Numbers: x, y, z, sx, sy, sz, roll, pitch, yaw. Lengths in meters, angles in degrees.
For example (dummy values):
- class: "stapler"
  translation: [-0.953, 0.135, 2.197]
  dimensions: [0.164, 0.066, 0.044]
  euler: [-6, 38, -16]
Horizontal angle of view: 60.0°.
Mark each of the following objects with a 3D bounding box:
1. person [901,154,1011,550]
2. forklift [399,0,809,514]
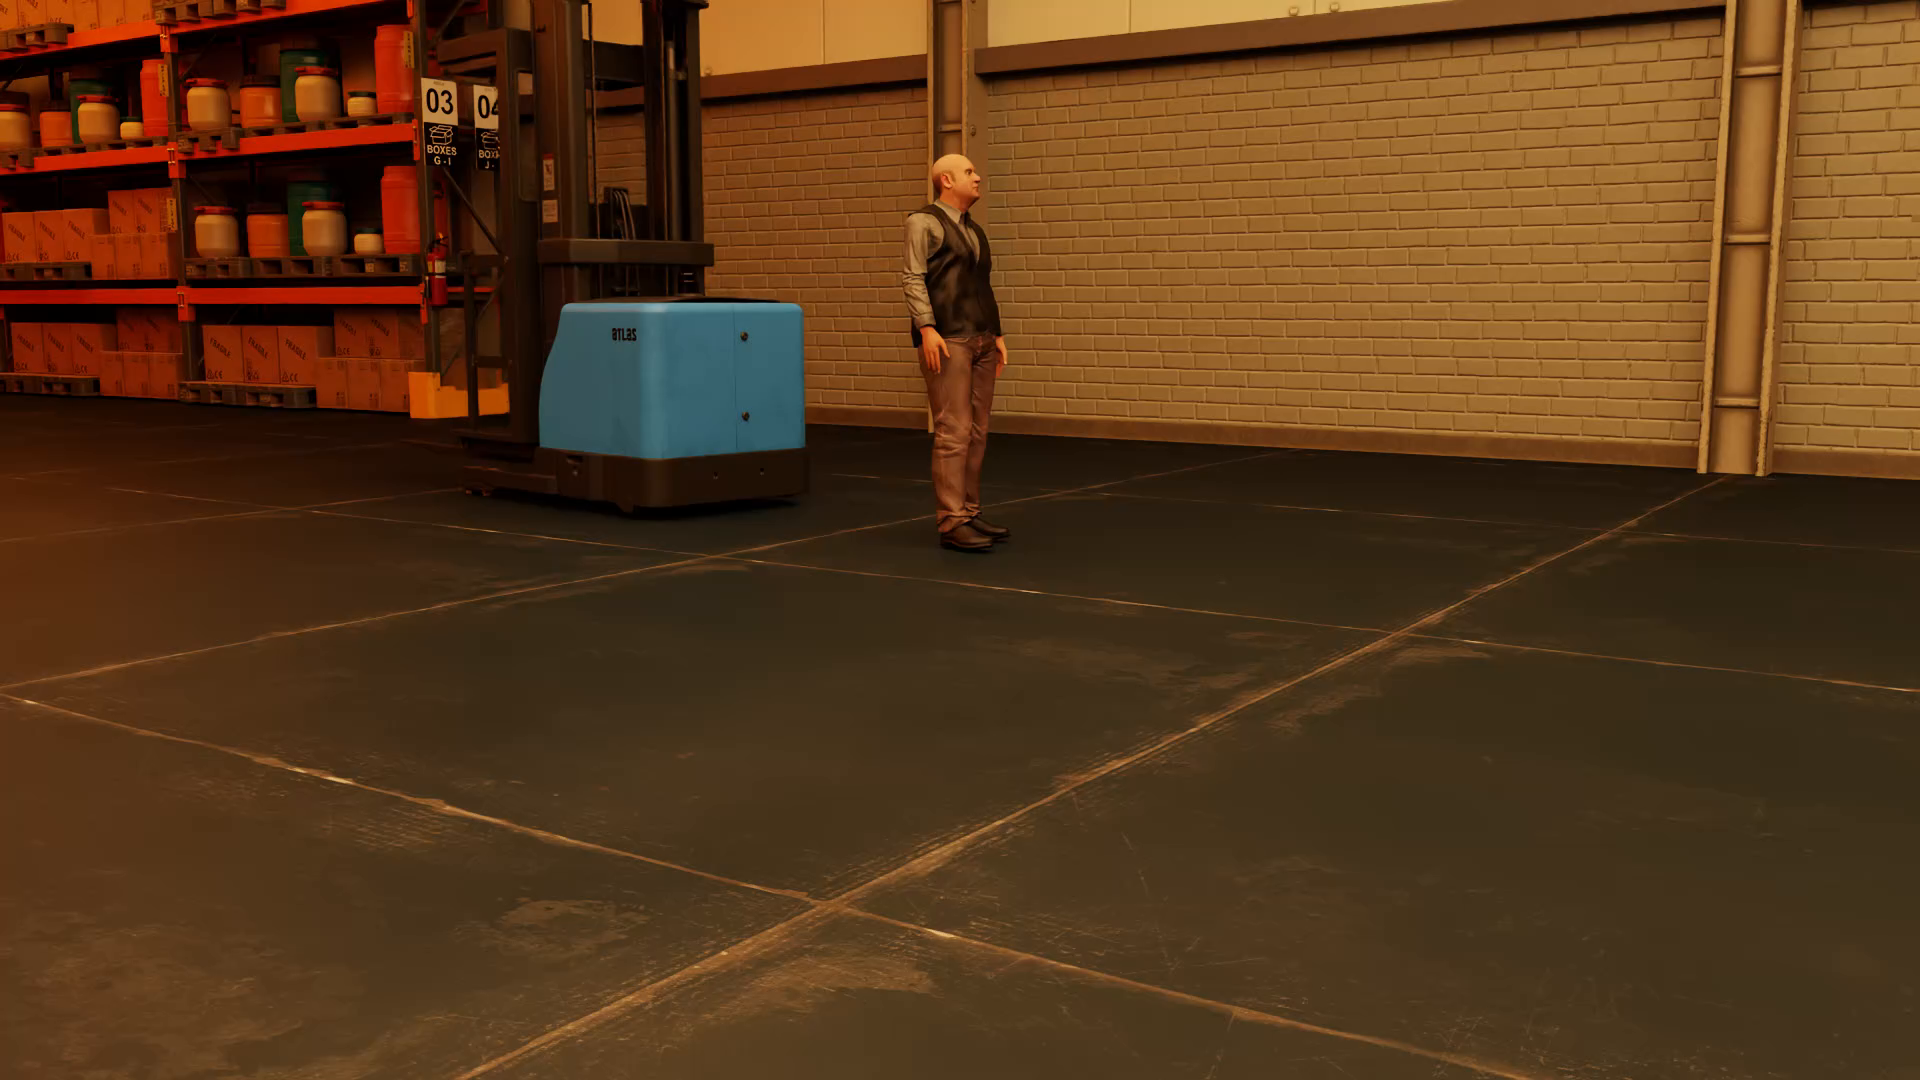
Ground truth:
- class: "person"
  translation: [0.048, -0.854, 7.441]
  dimensions: [0.566, 1.722, 0.634]
  euler: [5, 10, 34]
- class: "forklift"
  translation: [-2.206, -1.736, 9.400]
  dimensions: [3.031, 2.935, 1.130]
  euler: [8, 11, 44]
